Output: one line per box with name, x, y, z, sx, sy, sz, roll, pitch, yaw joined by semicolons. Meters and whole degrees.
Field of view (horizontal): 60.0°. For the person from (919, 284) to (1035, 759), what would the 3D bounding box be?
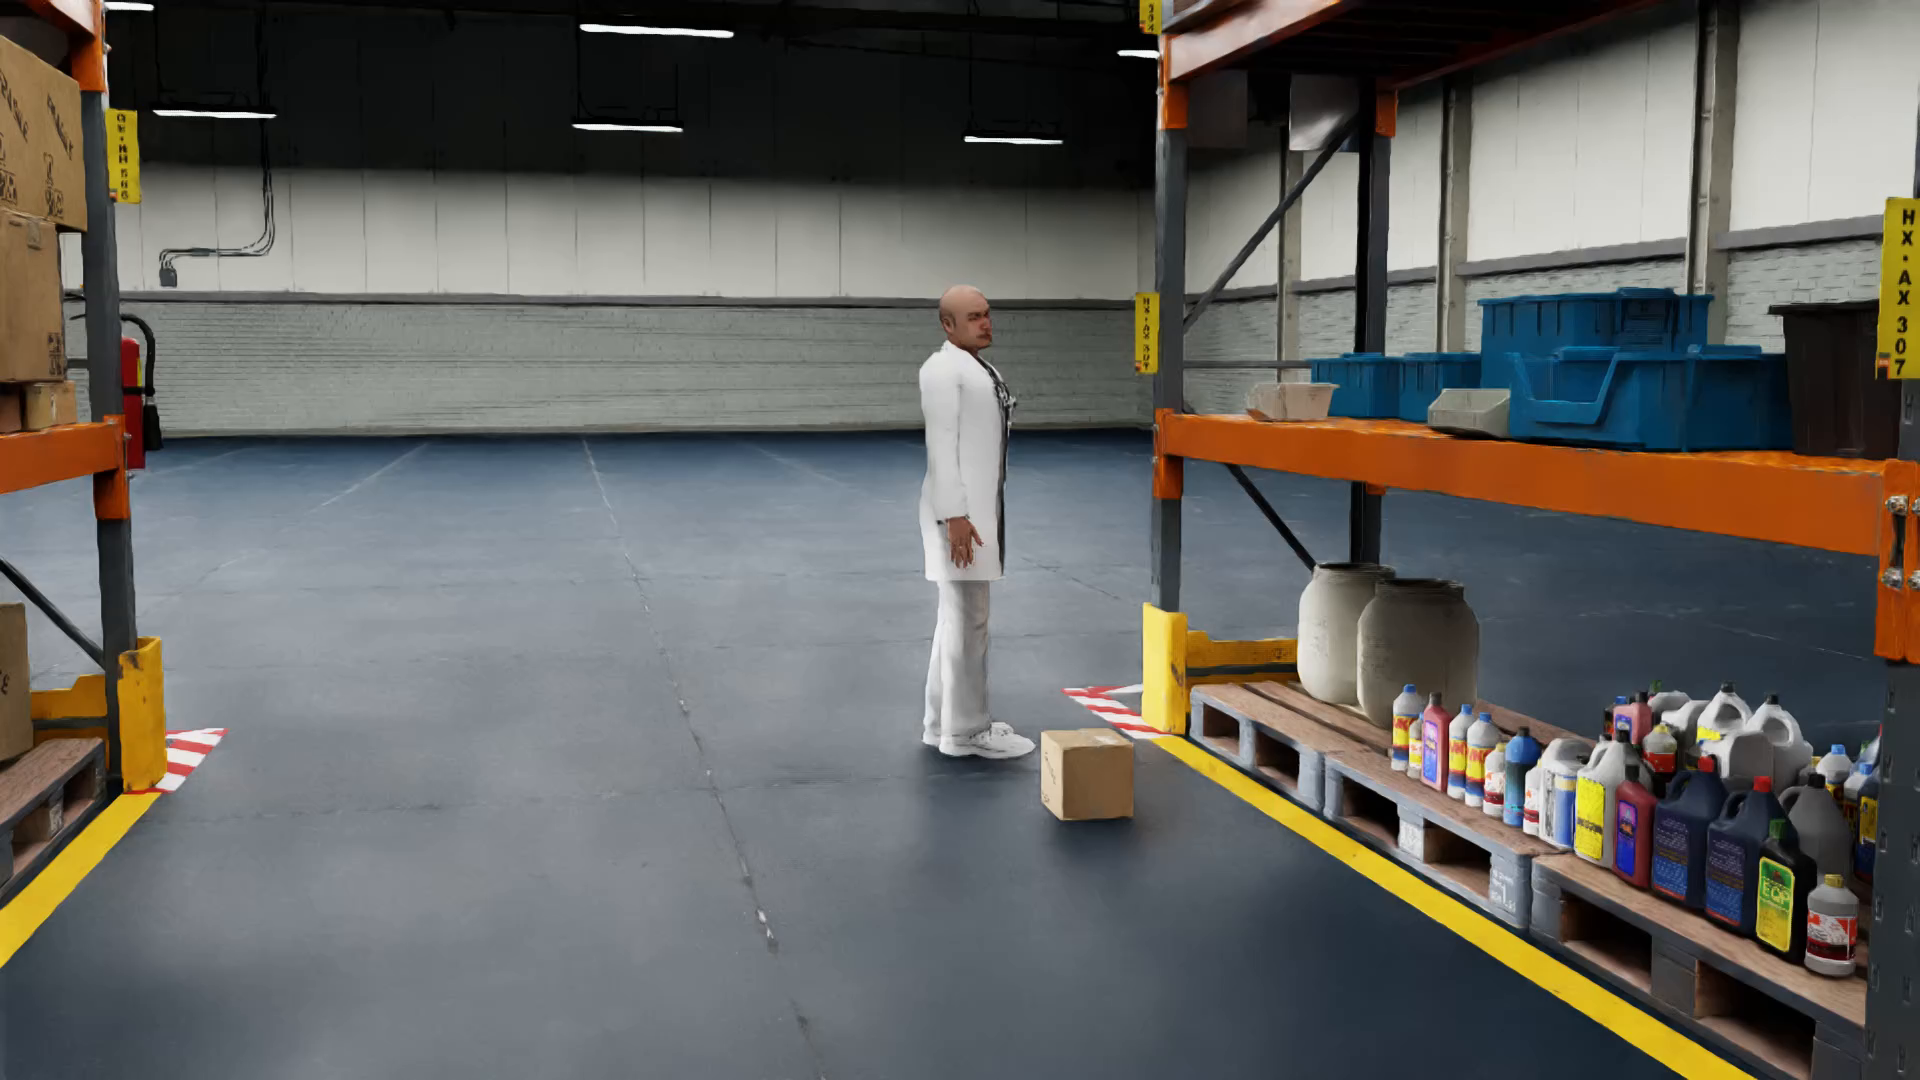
person;0.078;-0.074;6.345;0.478;1.783;0.672;1;6;14
